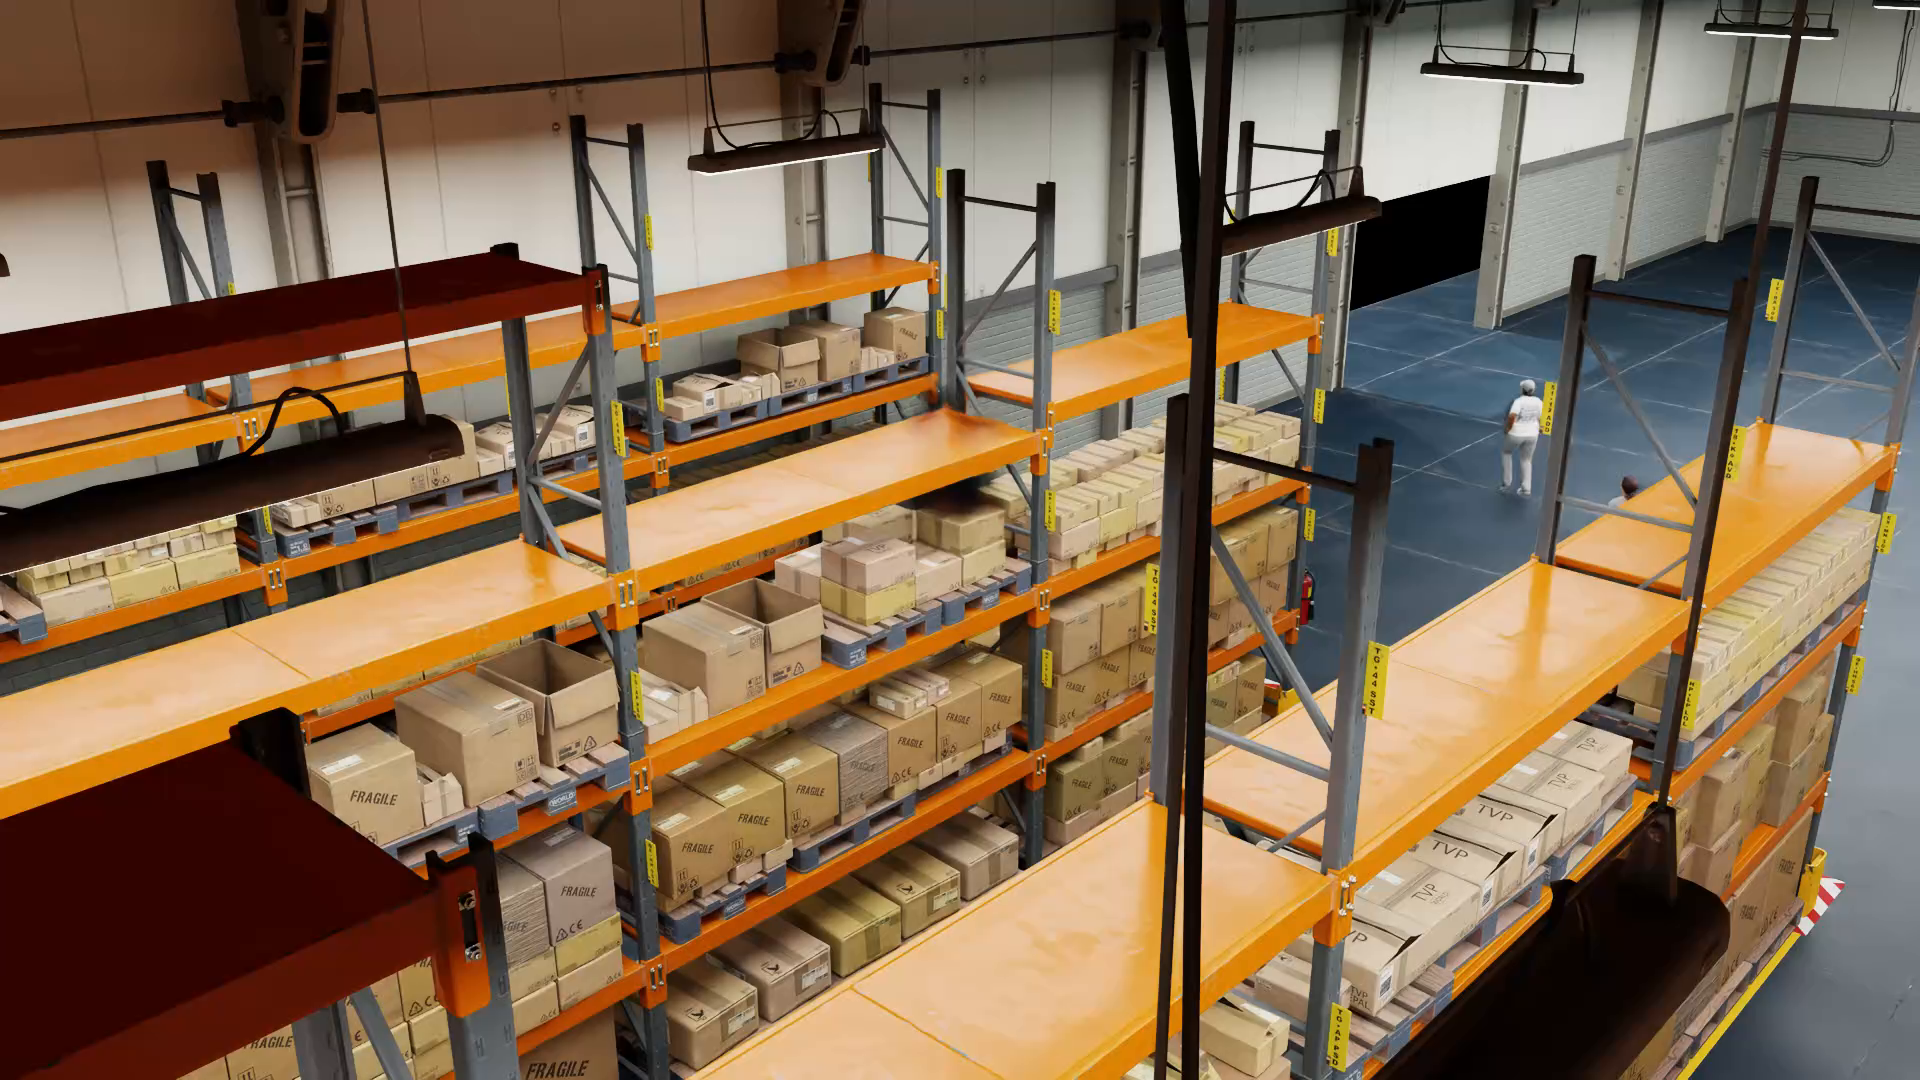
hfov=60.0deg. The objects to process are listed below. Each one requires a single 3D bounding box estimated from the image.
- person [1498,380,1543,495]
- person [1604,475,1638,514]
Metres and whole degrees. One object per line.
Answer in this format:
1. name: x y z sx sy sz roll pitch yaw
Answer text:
1. person: 7.899 -1.422 23.405 0.585 1.723 0.708 0 21 0
2. person: 7.855 -0.002 19.777 0.561 1.617 0.583 -1 21 -4
